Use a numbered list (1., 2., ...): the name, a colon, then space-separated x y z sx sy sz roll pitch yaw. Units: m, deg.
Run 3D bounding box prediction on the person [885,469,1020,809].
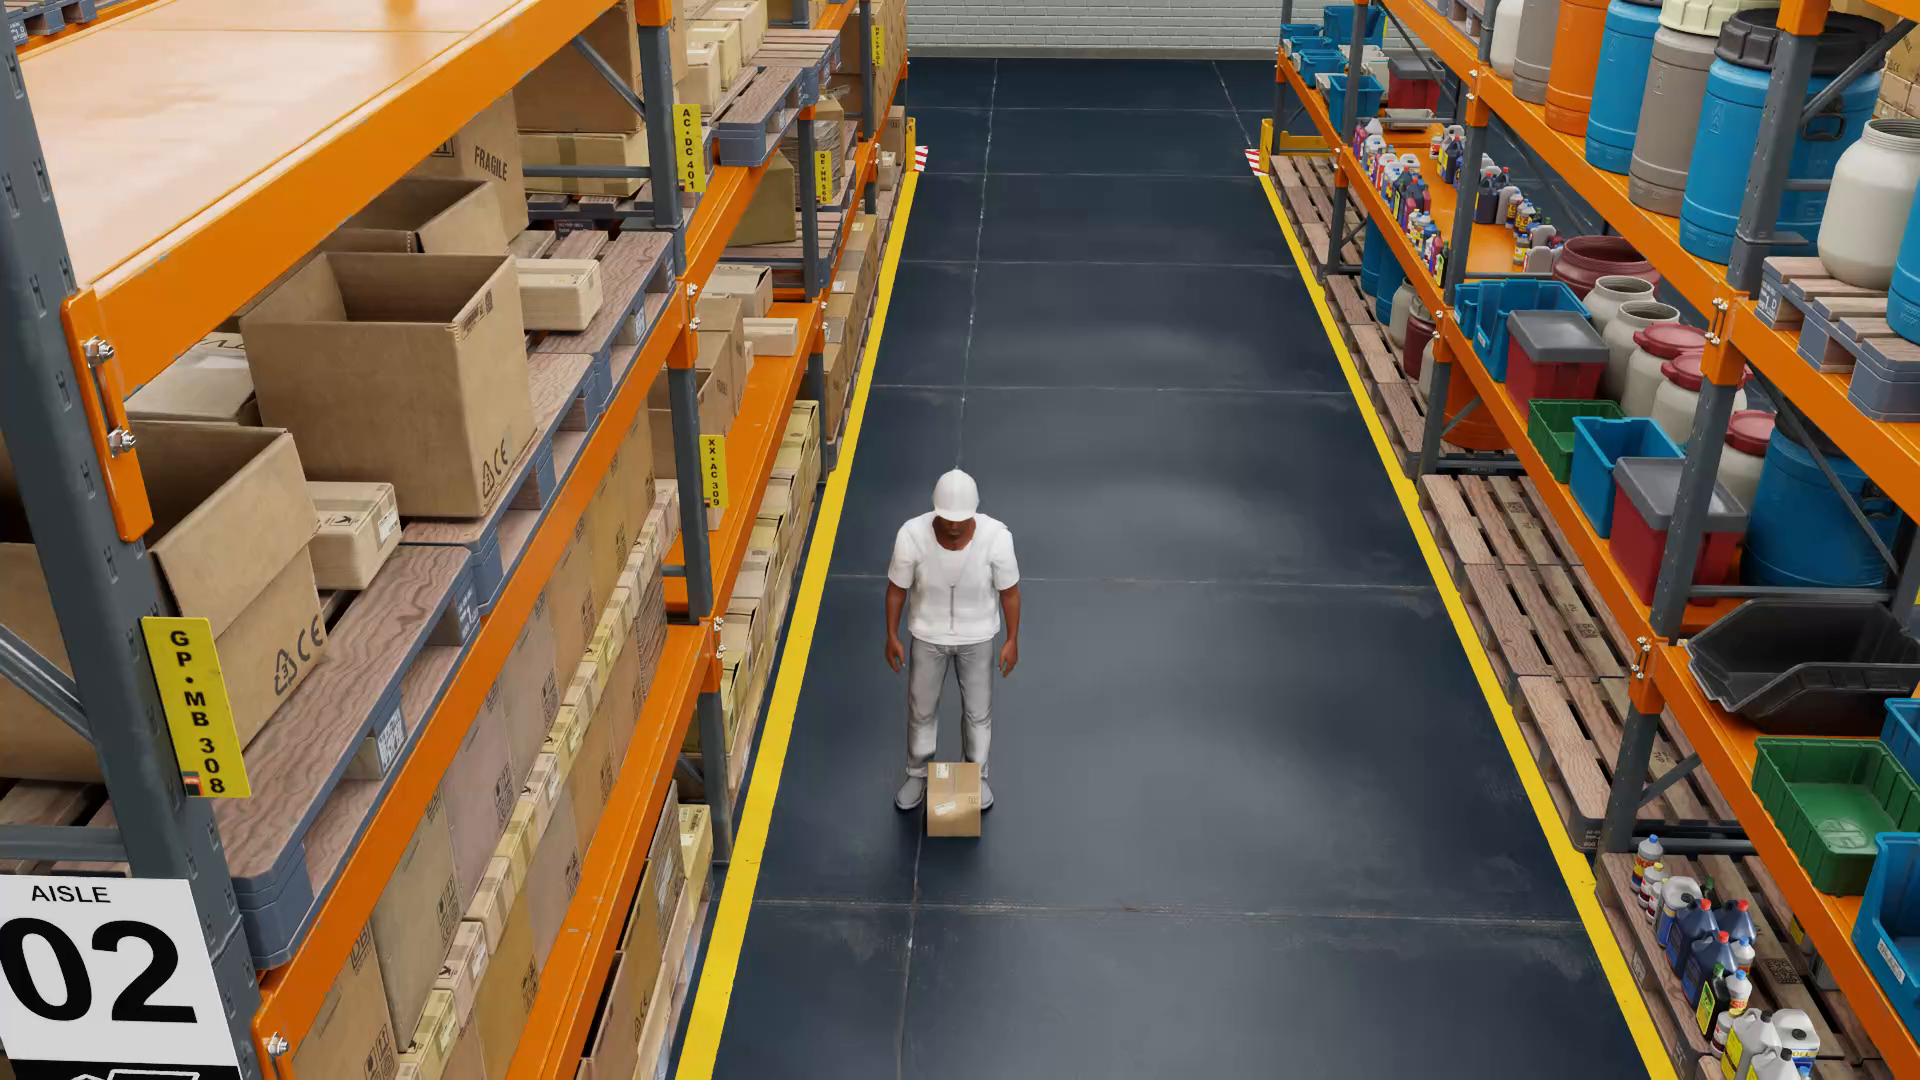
1. person: -0.036 0.457 7.734 0.627 1.761 0.456 1 28 2
